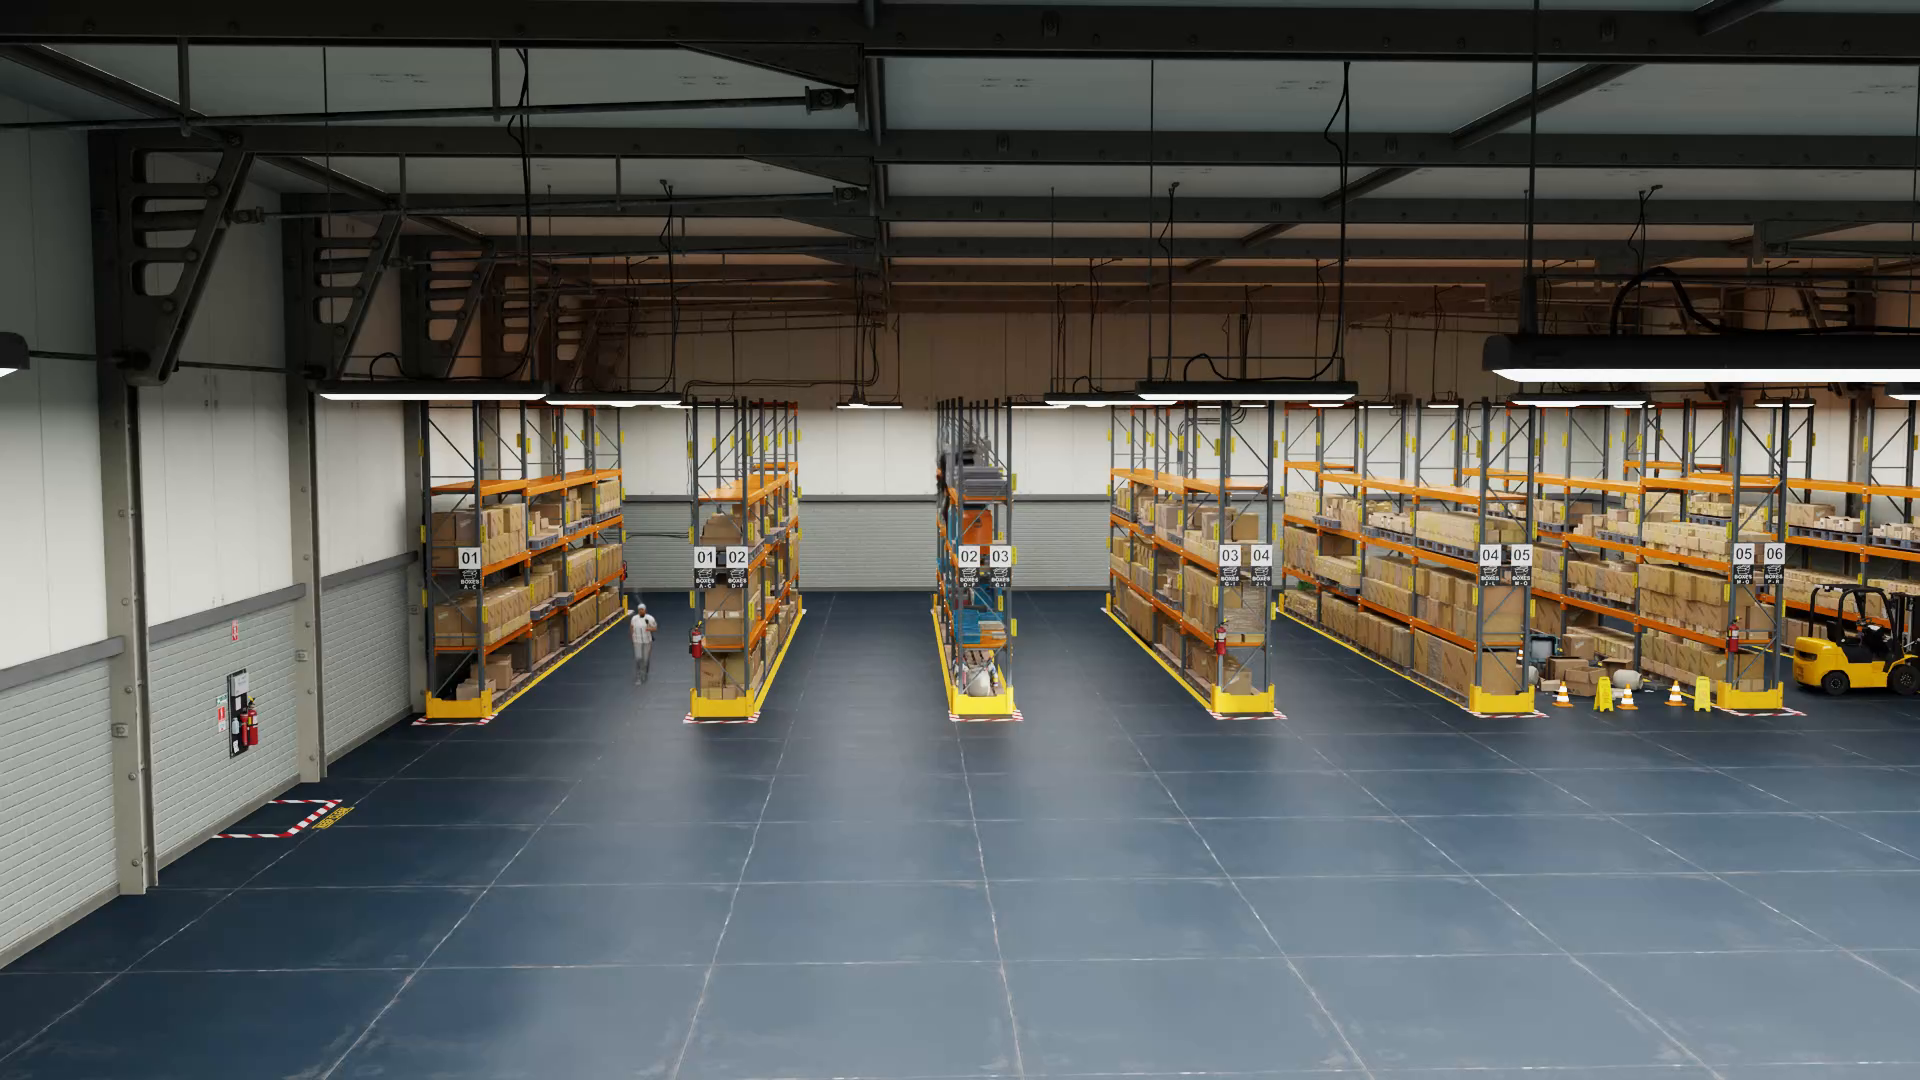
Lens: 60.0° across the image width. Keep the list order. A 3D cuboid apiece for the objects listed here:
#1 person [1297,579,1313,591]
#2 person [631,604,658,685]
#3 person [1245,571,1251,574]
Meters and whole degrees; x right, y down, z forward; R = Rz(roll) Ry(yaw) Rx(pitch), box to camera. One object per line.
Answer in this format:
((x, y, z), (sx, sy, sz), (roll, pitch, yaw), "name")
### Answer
((10.205, 1.047, 48.939), (0.906, 1.769, 0.660), (-1, 5, -16), "person")
((-6.663, 2.203, 35.097), (0.574, 1.737, 0.754), (-1, 4, -9), "person")
((7.998, 1.279, 46.571), (0.739, 1.725, 0.677), (1, 5, 15), "person")
